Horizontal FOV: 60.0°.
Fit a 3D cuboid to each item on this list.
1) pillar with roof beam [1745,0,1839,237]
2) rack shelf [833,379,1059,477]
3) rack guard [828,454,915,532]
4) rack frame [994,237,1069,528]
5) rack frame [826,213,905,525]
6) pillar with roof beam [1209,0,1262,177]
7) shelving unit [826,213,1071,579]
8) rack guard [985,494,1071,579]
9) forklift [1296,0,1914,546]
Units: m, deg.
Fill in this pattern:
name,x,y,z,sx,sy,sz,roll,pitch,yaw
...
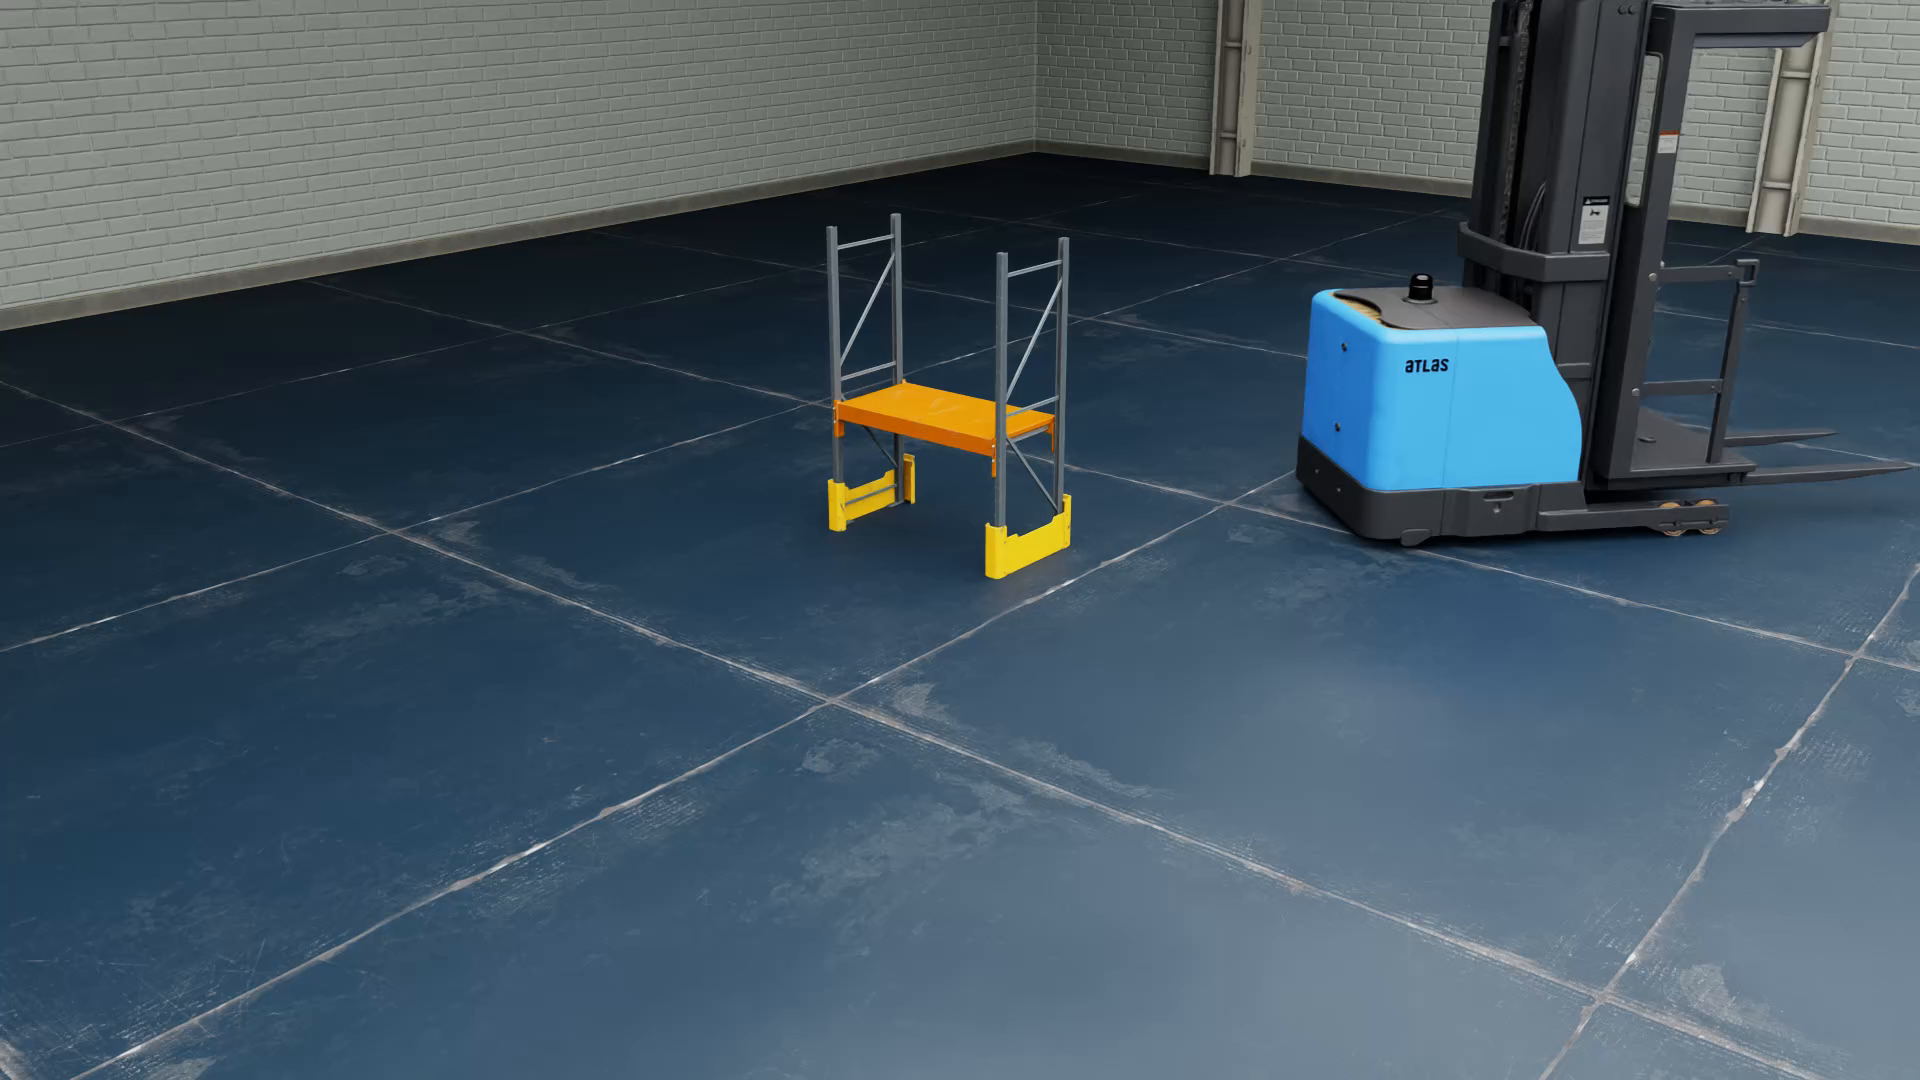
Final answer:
name,x,y,z,sx,sy,sz,roll,pitch,yaw
pillar with roof beam,5.111,-6.006,11.343,0.400,9.000,9.100,16,26,36
rack shelf,-0.066,-0.552,8.017,1.000,0.185,0.538,16,26,36
rack guard,-0.445,-0.245,8.464,0.087,0.250,0.587,16,26,36
rack frame,0.328,-0.607,7.653,0.032,1.500,0.500,16,26,36
rack frame,-0.460,-0.834,8.255,0.032,1.500,0.500,16,26,36
pillar with roof beam,0.463,-7.345,14.892,0.400,9.000,9.100,16,26,36
shelving unit,-0.059,-0.719,7.949,1.083,1.500,0.587,16,26,36
rack guard,0.327,-0.023,7.875,0.087,0.250,0.587,16,26,36
forklift,3.351,-1.569,8.175,3.031,2.935,1.130,-3,21,-9
